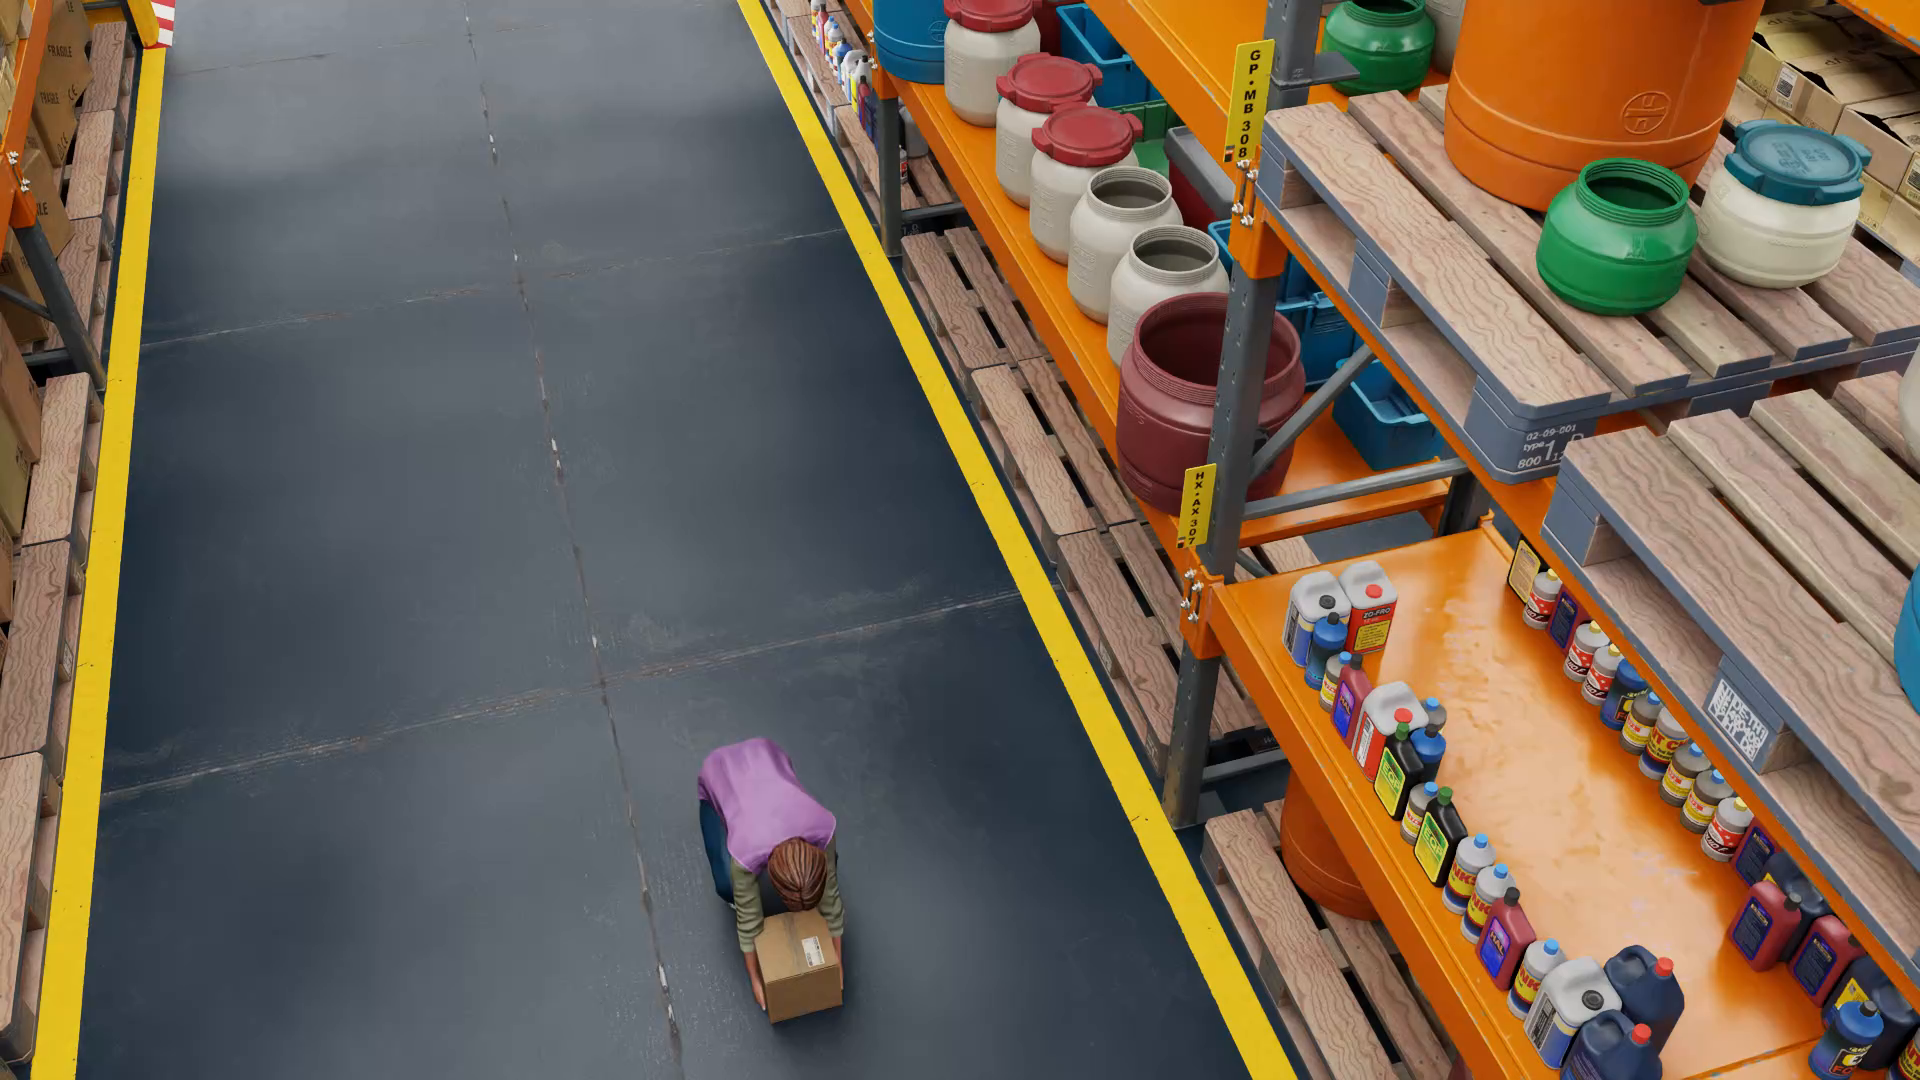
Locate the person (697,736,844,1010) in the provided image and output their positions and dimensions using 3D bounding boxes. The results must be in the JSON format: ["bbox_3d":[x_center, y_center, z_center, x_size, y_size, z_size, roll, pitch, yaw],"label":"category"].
[{"bbox_3d":[-0.648,1.086,5.722,0.430,0.725,0.843,-13,44,-13],"label":"person"}]
